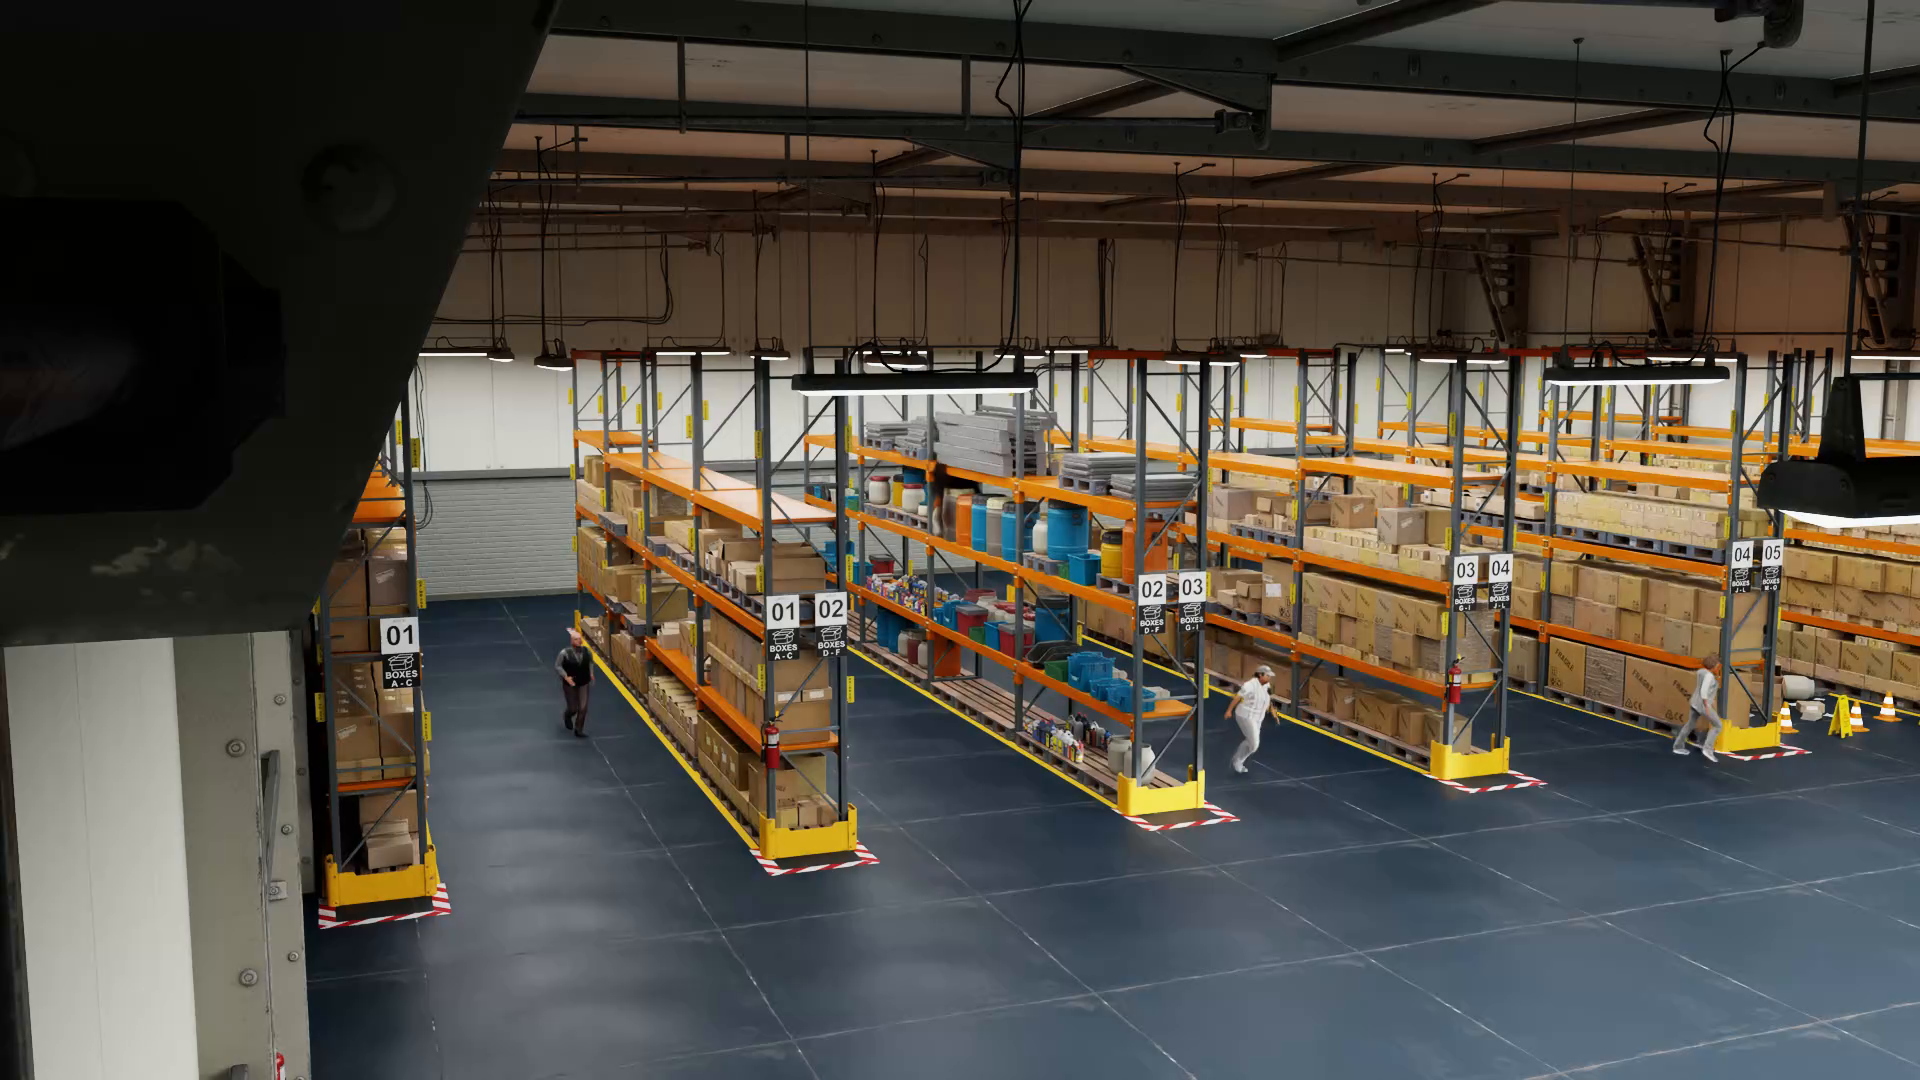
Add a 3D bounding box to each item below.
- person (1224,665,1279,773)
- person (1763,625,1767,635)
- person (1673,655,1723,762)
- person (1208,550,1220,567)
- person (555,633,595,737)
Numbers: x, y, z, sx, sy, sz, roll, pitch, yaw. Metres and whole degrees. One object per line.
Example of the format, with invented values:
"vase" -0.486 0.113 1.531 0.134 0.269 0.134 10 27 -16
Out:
"person" 4.212 2.569 23.915 0.596 1.604 0.701 -6 10 -42
"person" 16.187 1.487 33.405 0.565 1.425 0.755 -6 9 -38
"person" 10.943 2.479 24.578 0.609 1.602 0.514 0 7 3
"person" 6.808 0.007 44.111 0.644 1.765 0.727 5 9 37
"person" -6.075 2.262 26.226 0.657 1.670 0.680 -4 8 -29
